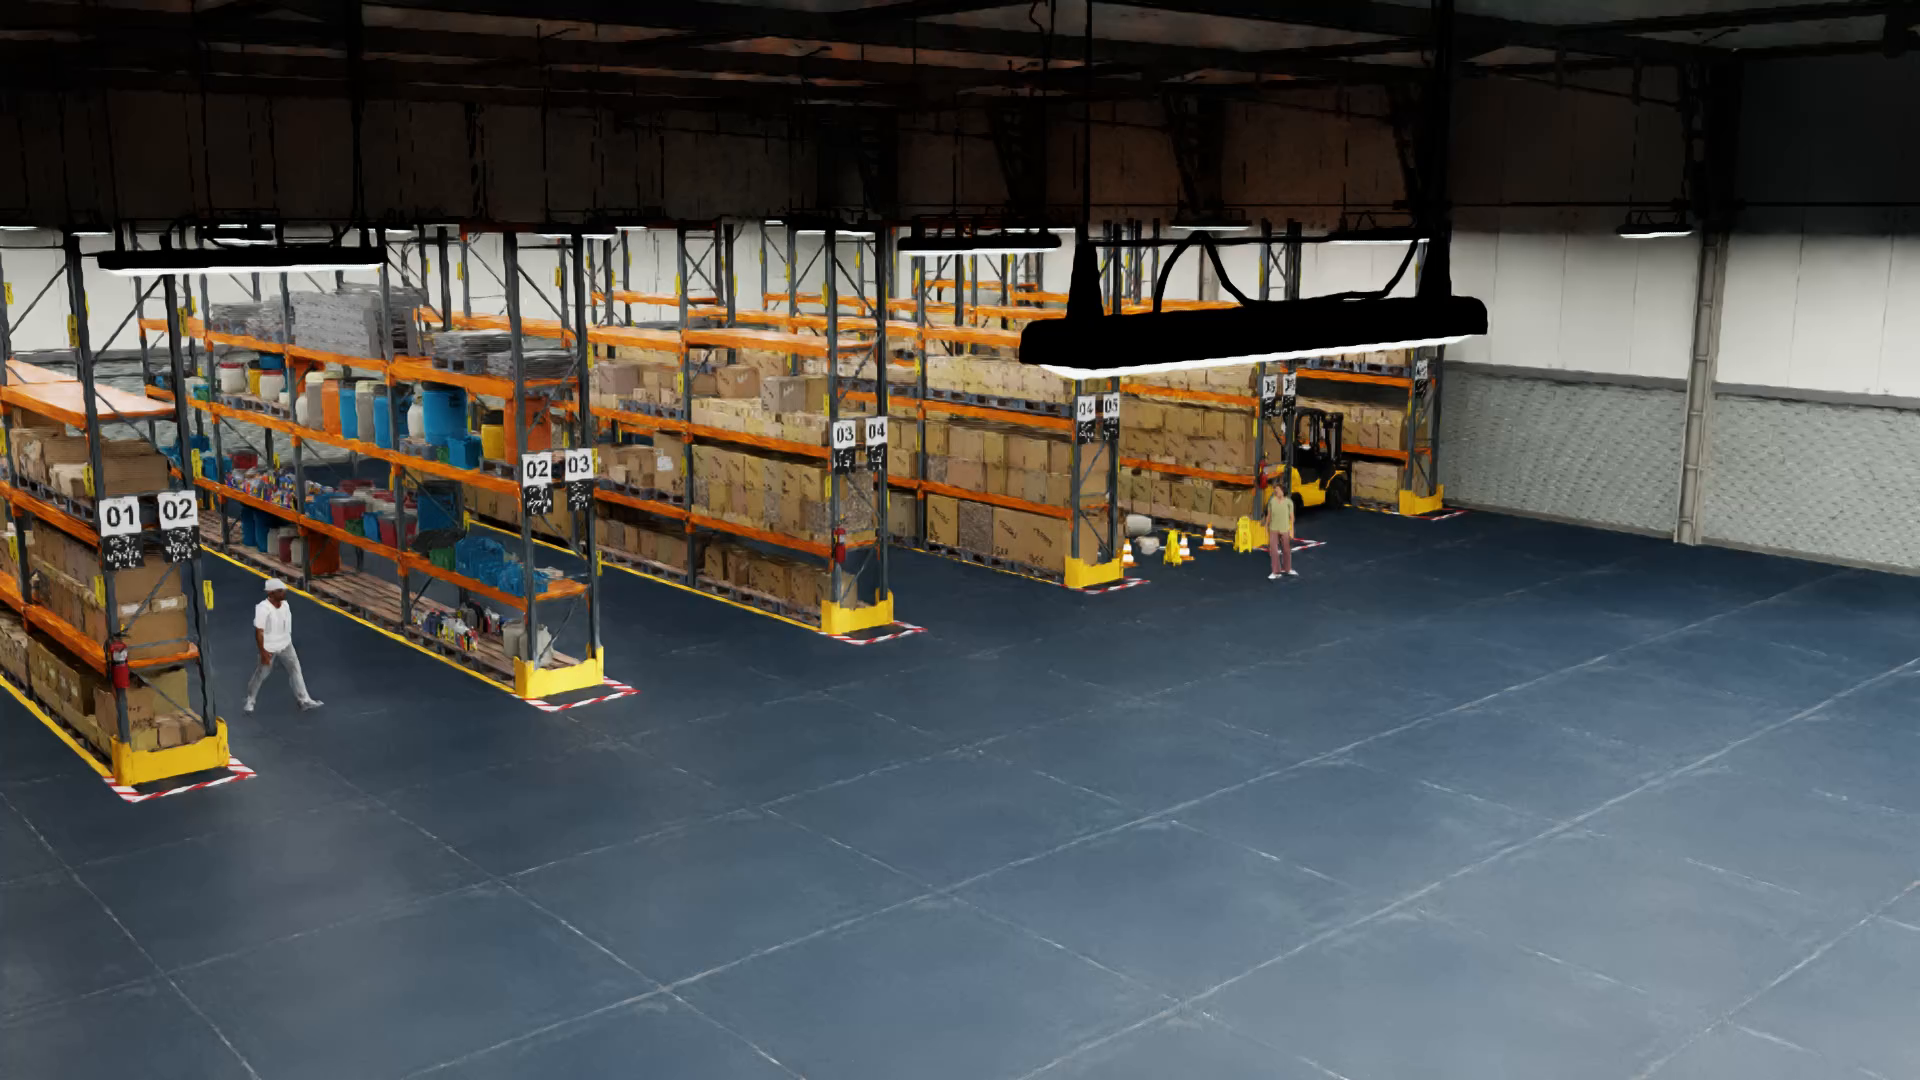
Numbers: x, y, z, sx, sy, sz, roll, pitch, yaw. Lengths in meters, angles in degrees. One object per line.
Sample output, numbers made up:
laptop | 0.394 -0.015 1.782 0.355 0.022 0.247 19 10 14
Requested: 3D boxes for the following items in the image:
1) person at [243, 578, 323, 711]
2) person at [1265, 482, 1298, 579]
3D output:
person | -8.613 1.332 20.902 0.939 1.739 0.596 5 12 22
person | 5.534 -0.178 28.590 0.564 1.664 0.537 4 12 21
